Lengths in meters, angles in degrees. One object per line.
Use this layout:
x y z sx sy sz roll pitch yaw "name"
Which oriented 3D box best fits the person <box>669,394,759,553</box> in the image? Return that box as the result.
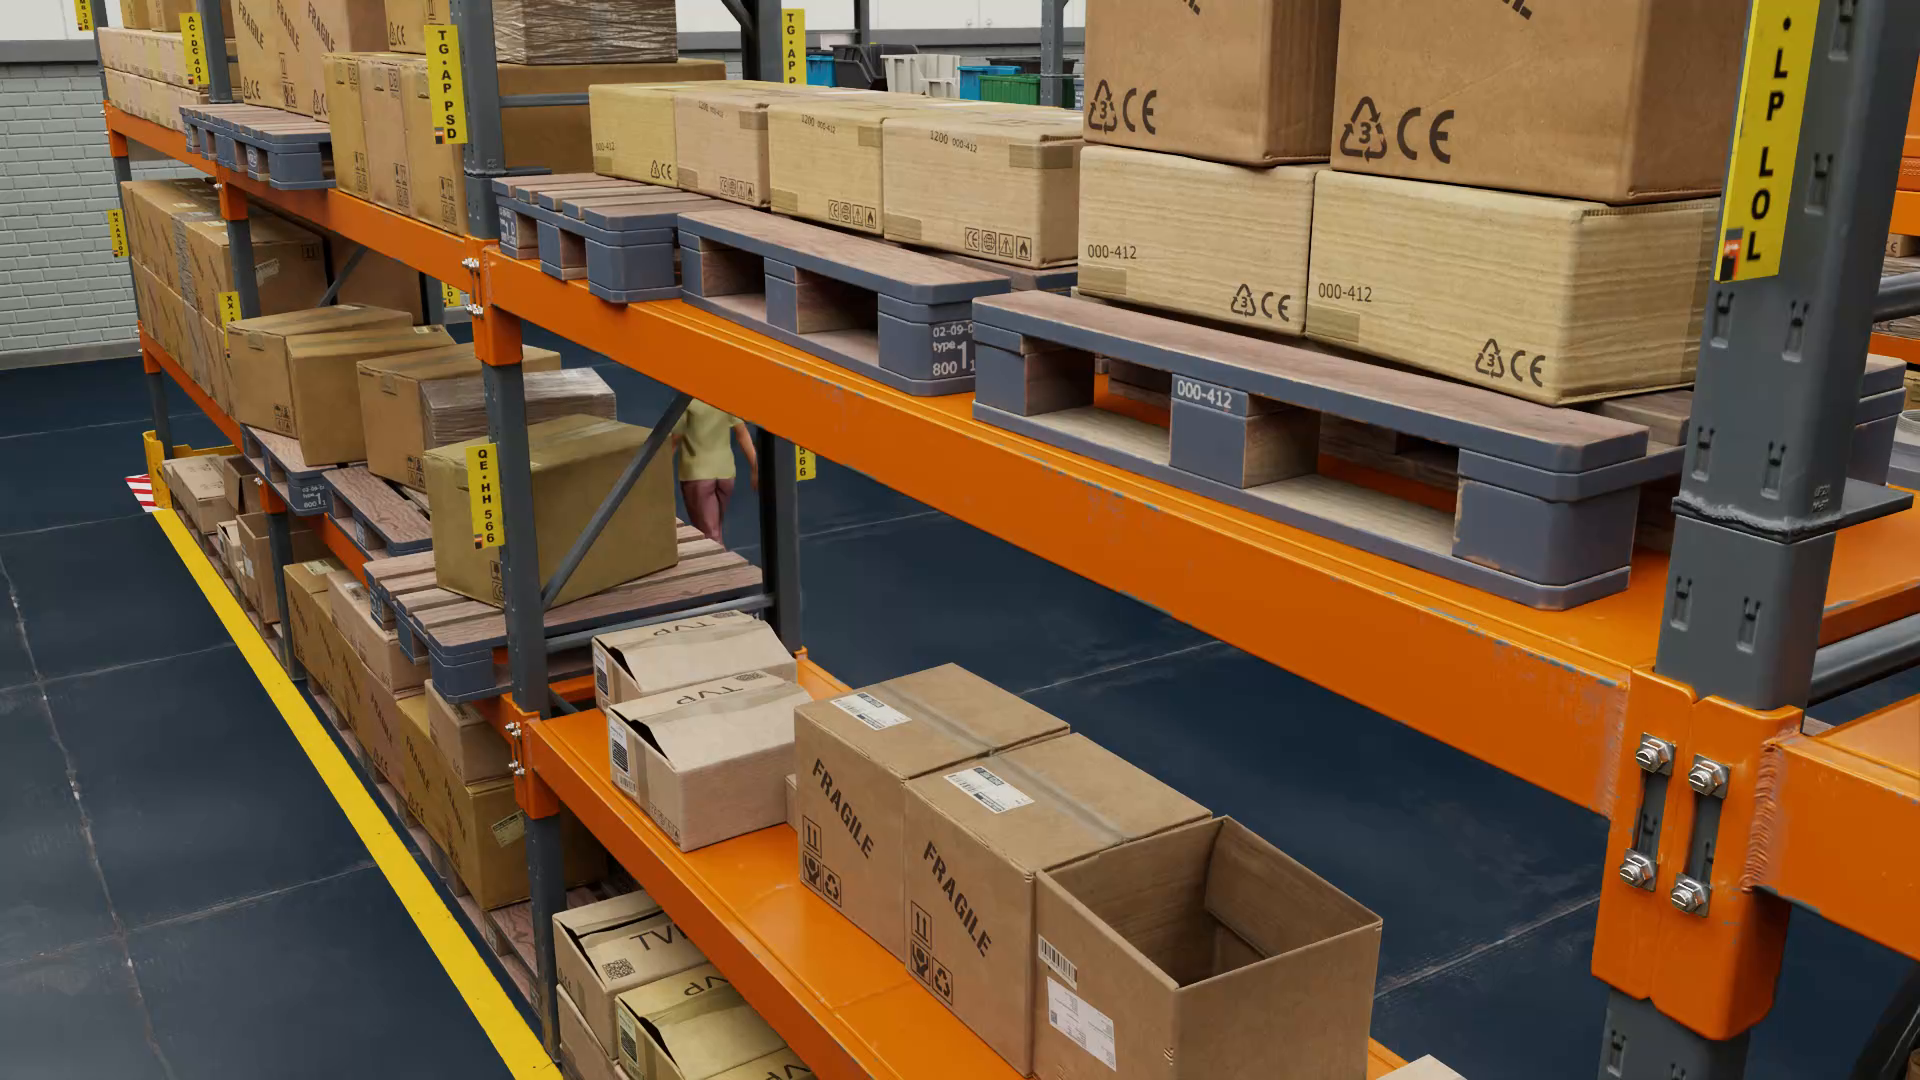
-1.478 -0.343 9.616 0.525 1.680 0.825 -13 22 -35 "person"
